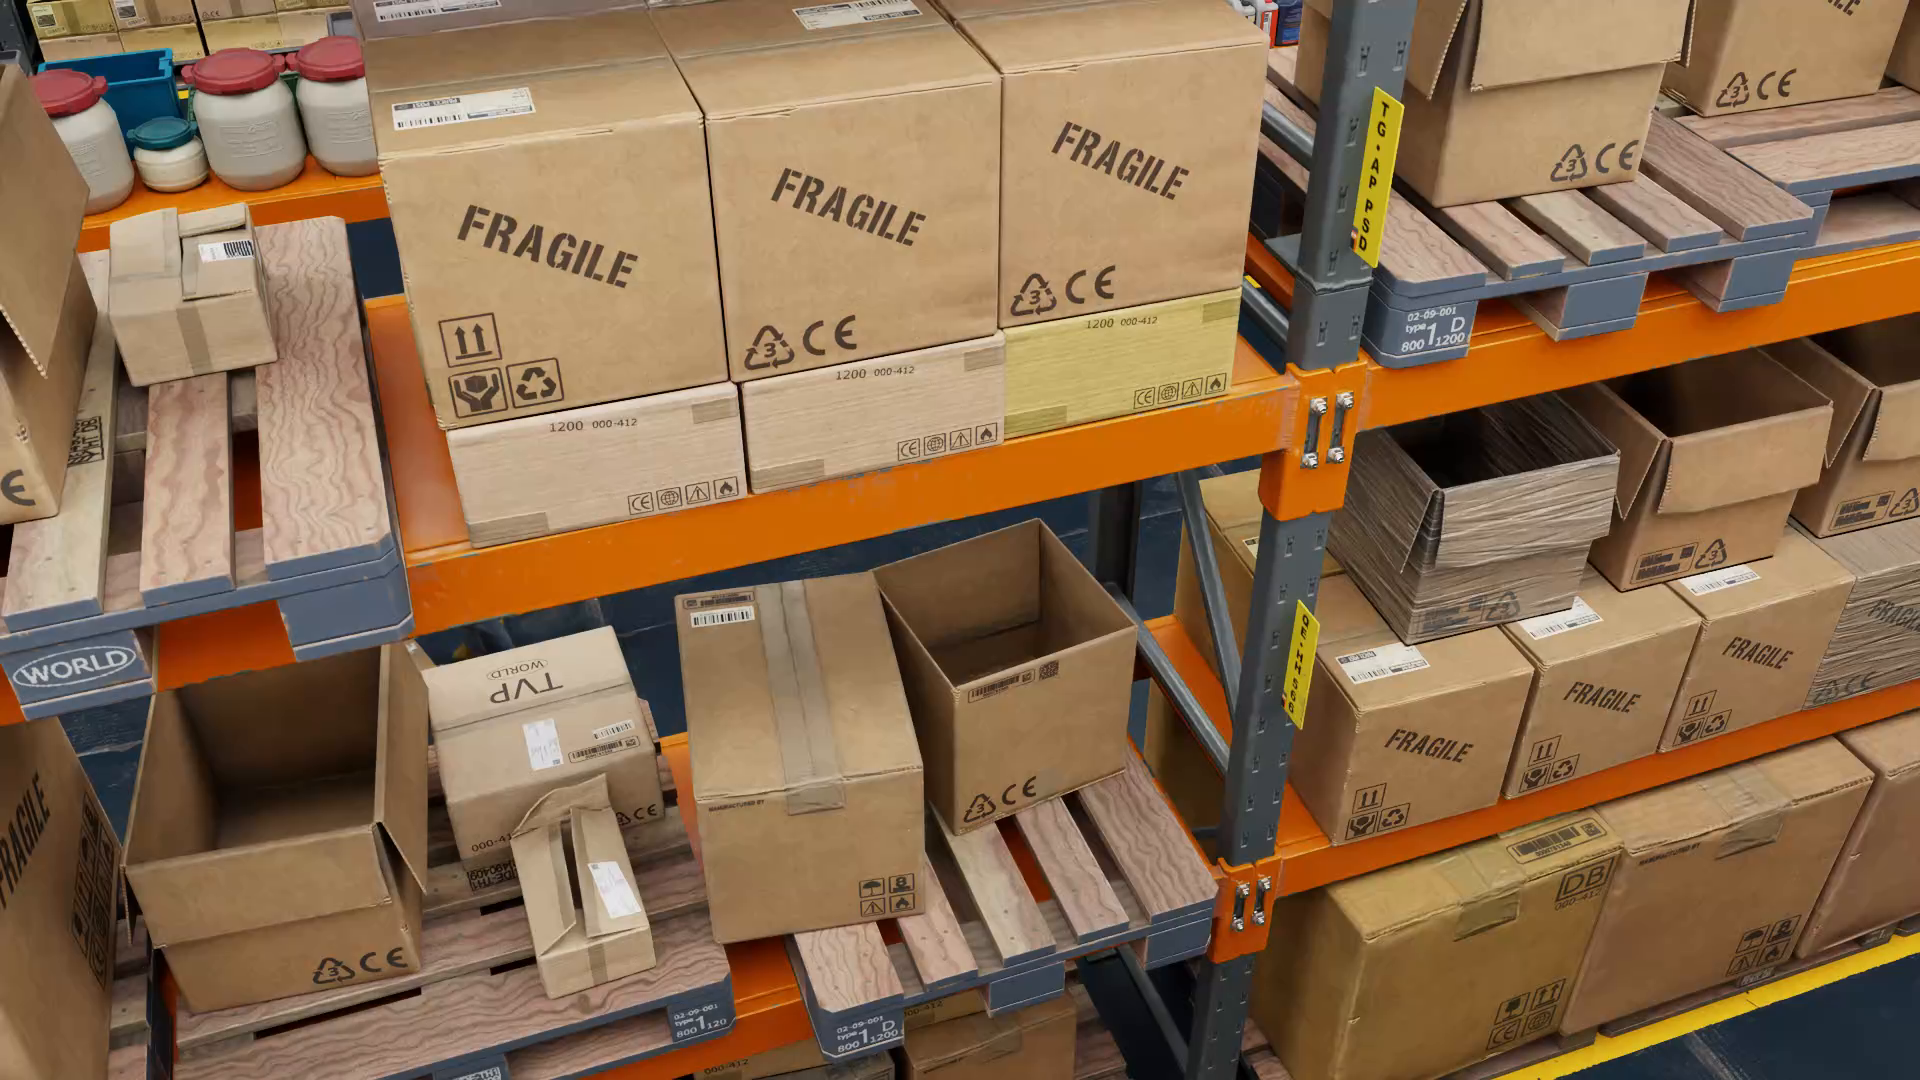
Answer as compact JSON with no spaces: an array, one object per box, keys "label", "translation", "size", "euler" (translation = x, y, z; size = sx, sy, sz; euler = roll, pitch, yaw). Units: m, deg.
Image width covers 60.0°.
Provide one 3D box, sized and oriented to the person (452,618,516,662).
[{"label":"person","translation":[-2.023,-0.121,6.265],"size":[0.495,1.781,0.606],"euler":[-7,38,-10]}]
